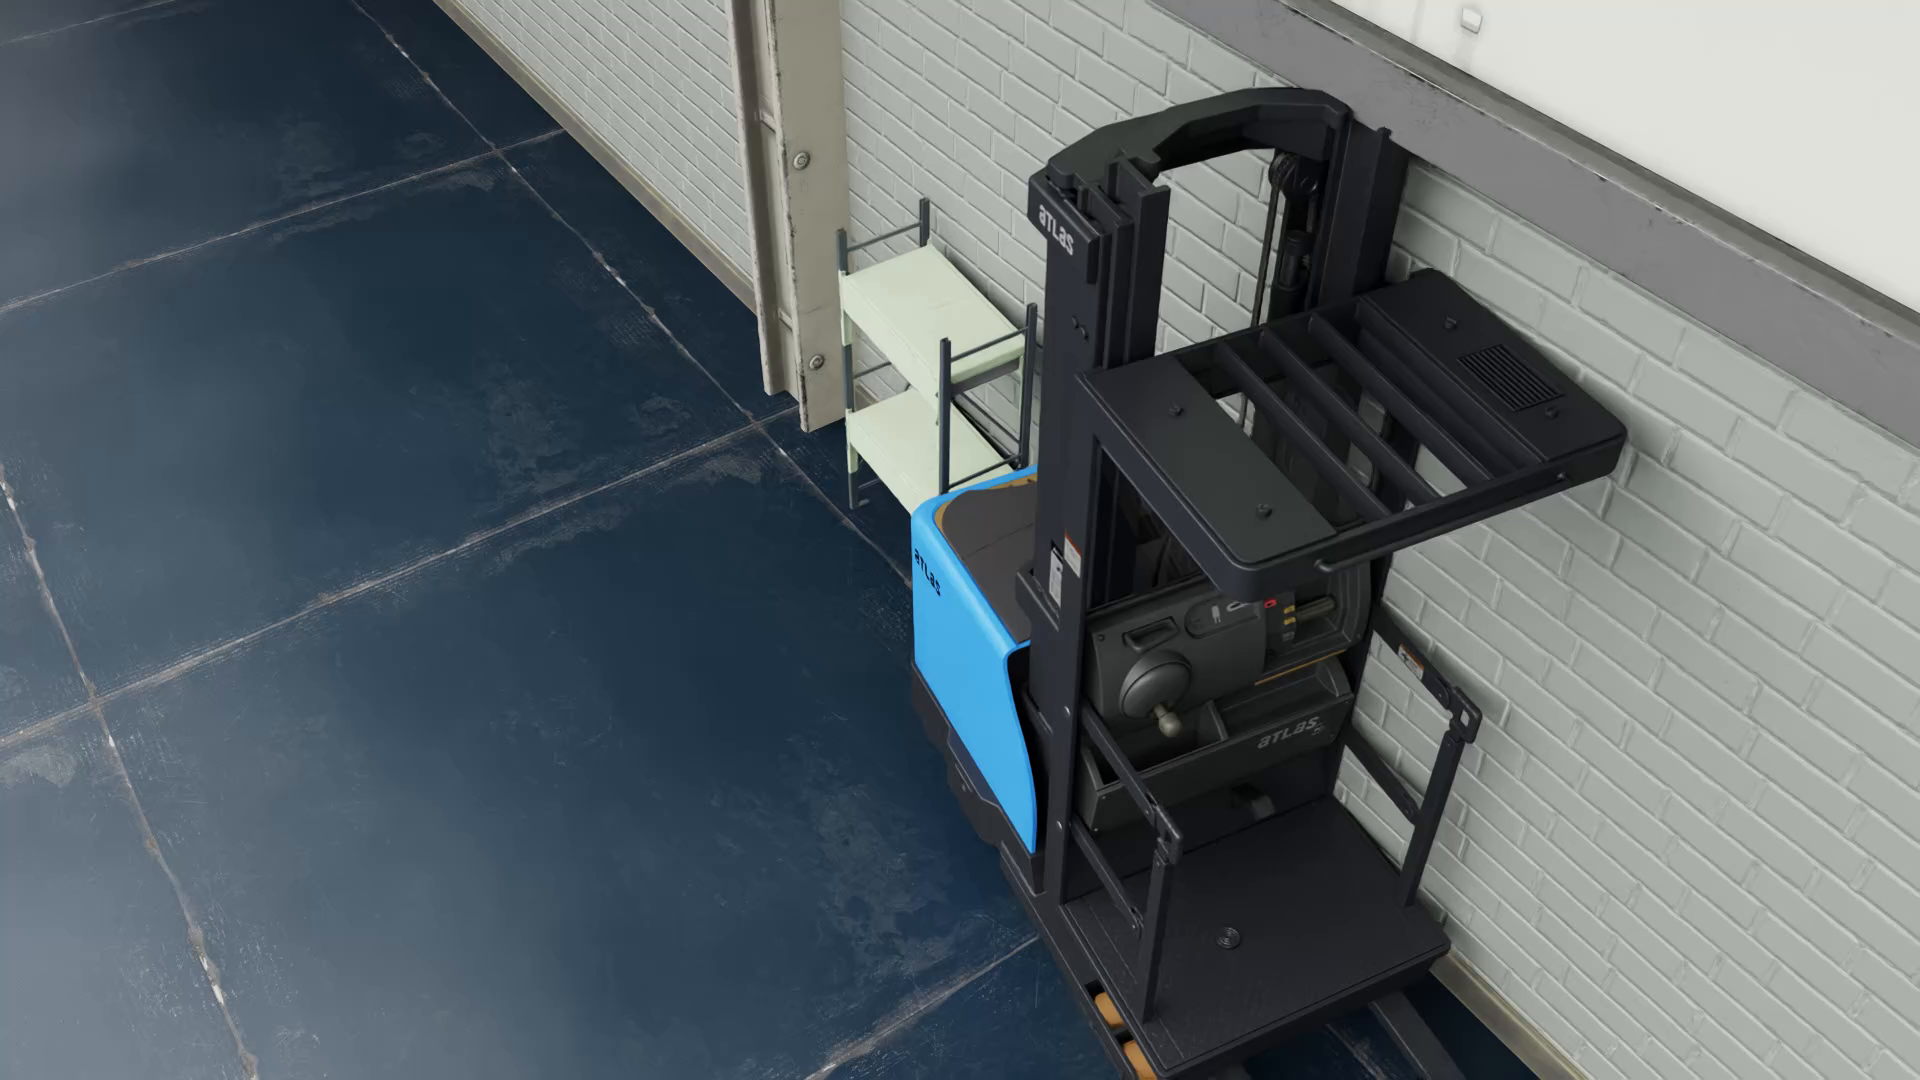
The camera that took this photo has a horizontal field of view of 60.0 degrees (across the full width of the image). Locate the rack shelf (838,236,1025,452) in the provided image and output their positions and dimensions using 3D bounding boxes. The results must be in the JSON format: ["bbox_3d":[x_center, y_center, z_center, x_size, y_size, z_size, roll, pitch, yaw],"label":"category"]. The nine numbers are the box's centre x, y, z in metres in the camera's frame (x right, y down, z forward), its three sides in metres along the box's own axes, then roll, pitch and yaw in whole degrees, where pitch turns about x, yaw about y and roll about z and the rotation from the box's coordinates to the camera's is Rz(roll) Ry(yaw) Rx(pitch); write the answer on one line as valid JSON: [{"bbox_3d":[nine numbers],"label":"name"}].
[{"bbox_3d":[-0.098,-0.755,6.333,0.431,0.370,0.720,-25,53,-22],"label":"rack shelf"}]

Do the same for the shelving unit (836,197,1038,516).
[{"bbox_3d":[-0.104,-0.491,6.621,0.431,1.500,0.755,-25,53,-22],"label":"shelving unit"}]

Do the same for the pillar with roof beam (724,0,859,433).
[{"bbox_3d":[-4.235,-2.226,3.056,9.100,9.000,0.400,-26,49,-24],"label":"pillar with roof beam"}]

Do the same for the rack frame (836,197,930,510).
[{"bbox_3d":[-0.300,-0.721,6.827,0.400,1.500,0.023,-25,53,-22],"label":"rack frame"}]

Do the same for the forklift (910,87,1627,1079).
[{"bbox_3d":[0.898,0.368,4.733,1.130,2.935,3.031,-18,47,-18],"label":"forklift"}]

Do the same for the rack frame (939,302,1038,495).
[{"bbox_3d":[0.093,-0.262,6.414,0.400,1.500,0.023,-25,53,-22],"label":"rack frame"}]

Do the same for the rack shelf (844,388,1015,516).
[{"bbox_3d":[-0.108,-0.271,6.861,0.431,0.370,0.720,-25,53,-22],"label":"rack shelf"}]
